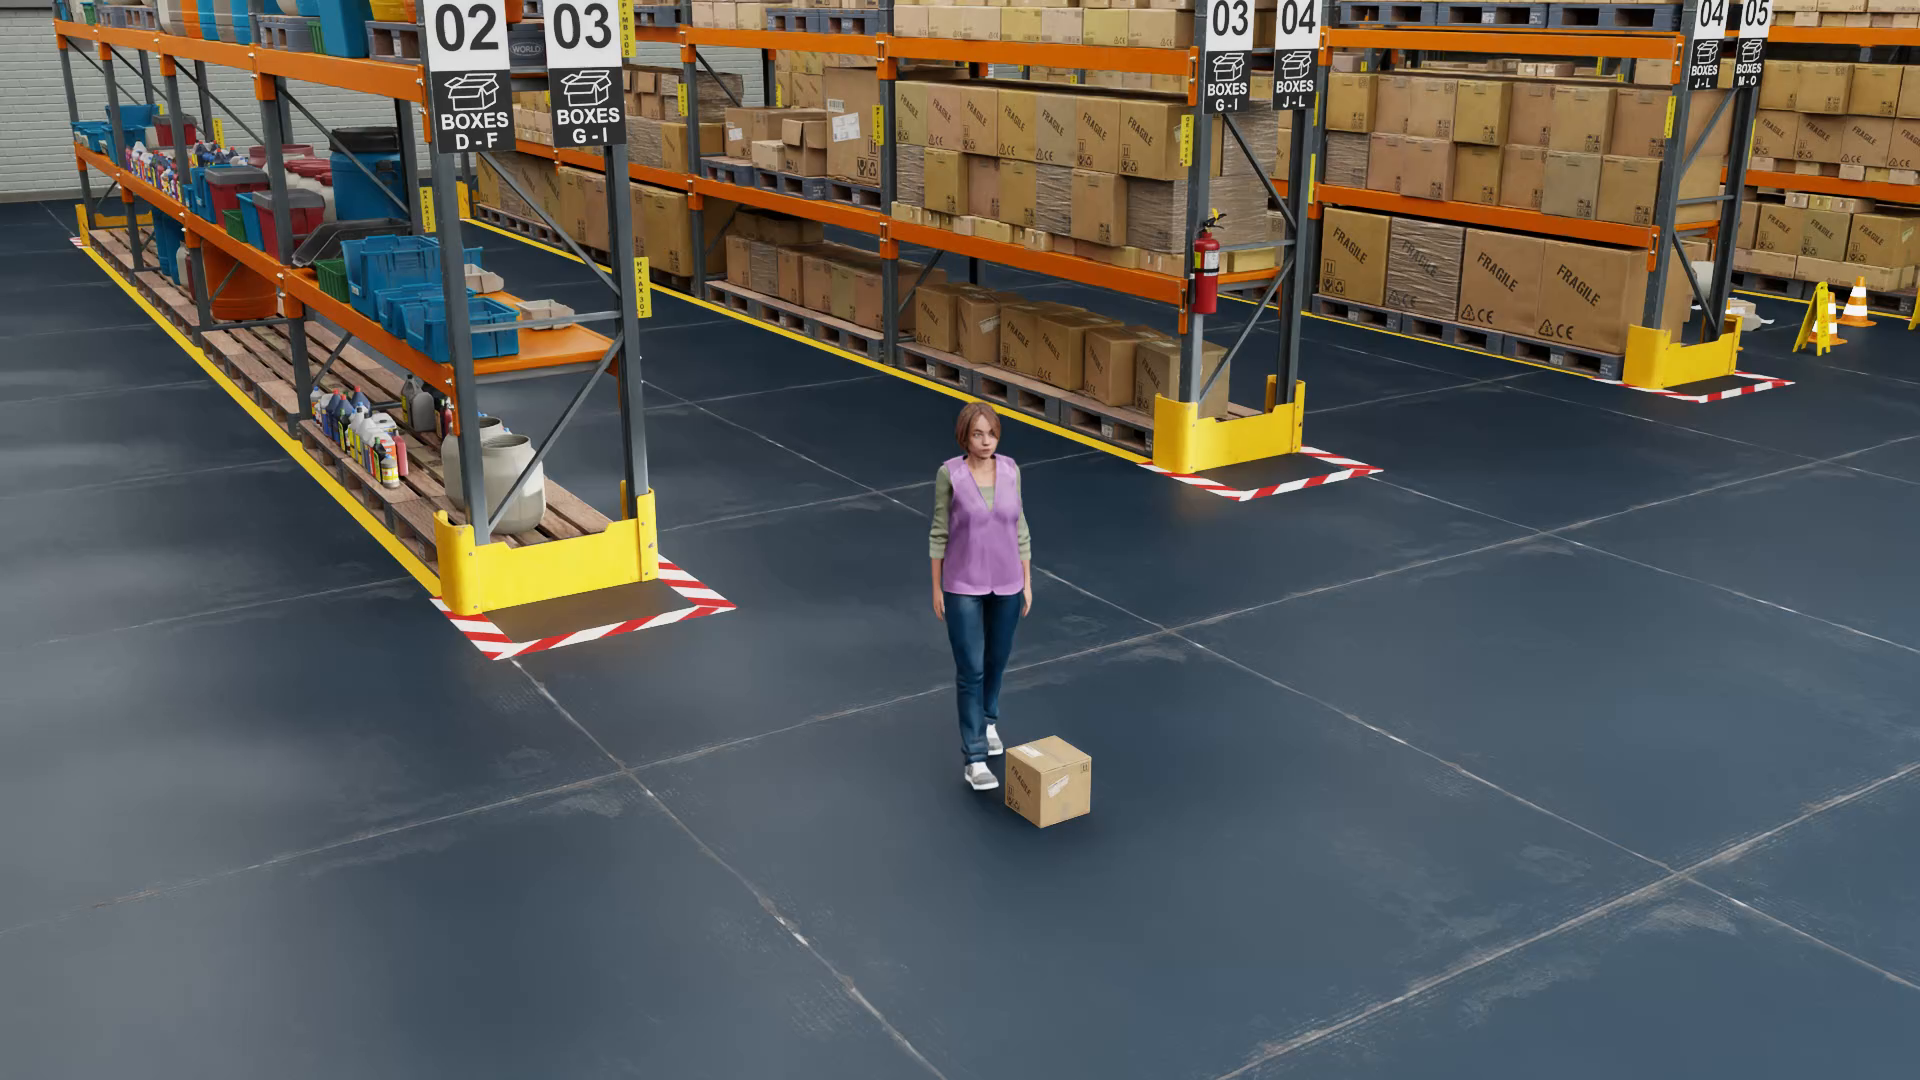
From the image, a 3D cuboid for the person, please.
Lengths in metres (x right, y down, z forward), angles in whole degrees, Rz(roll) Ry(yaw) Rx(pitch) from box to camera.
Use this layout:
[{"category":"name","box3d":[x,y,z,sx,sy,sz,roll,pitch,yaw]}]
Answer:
[{"category":"person","box3d":[0.112,0.221,6.893,0.427,1.594,0.660,-6,19,-18]}]
